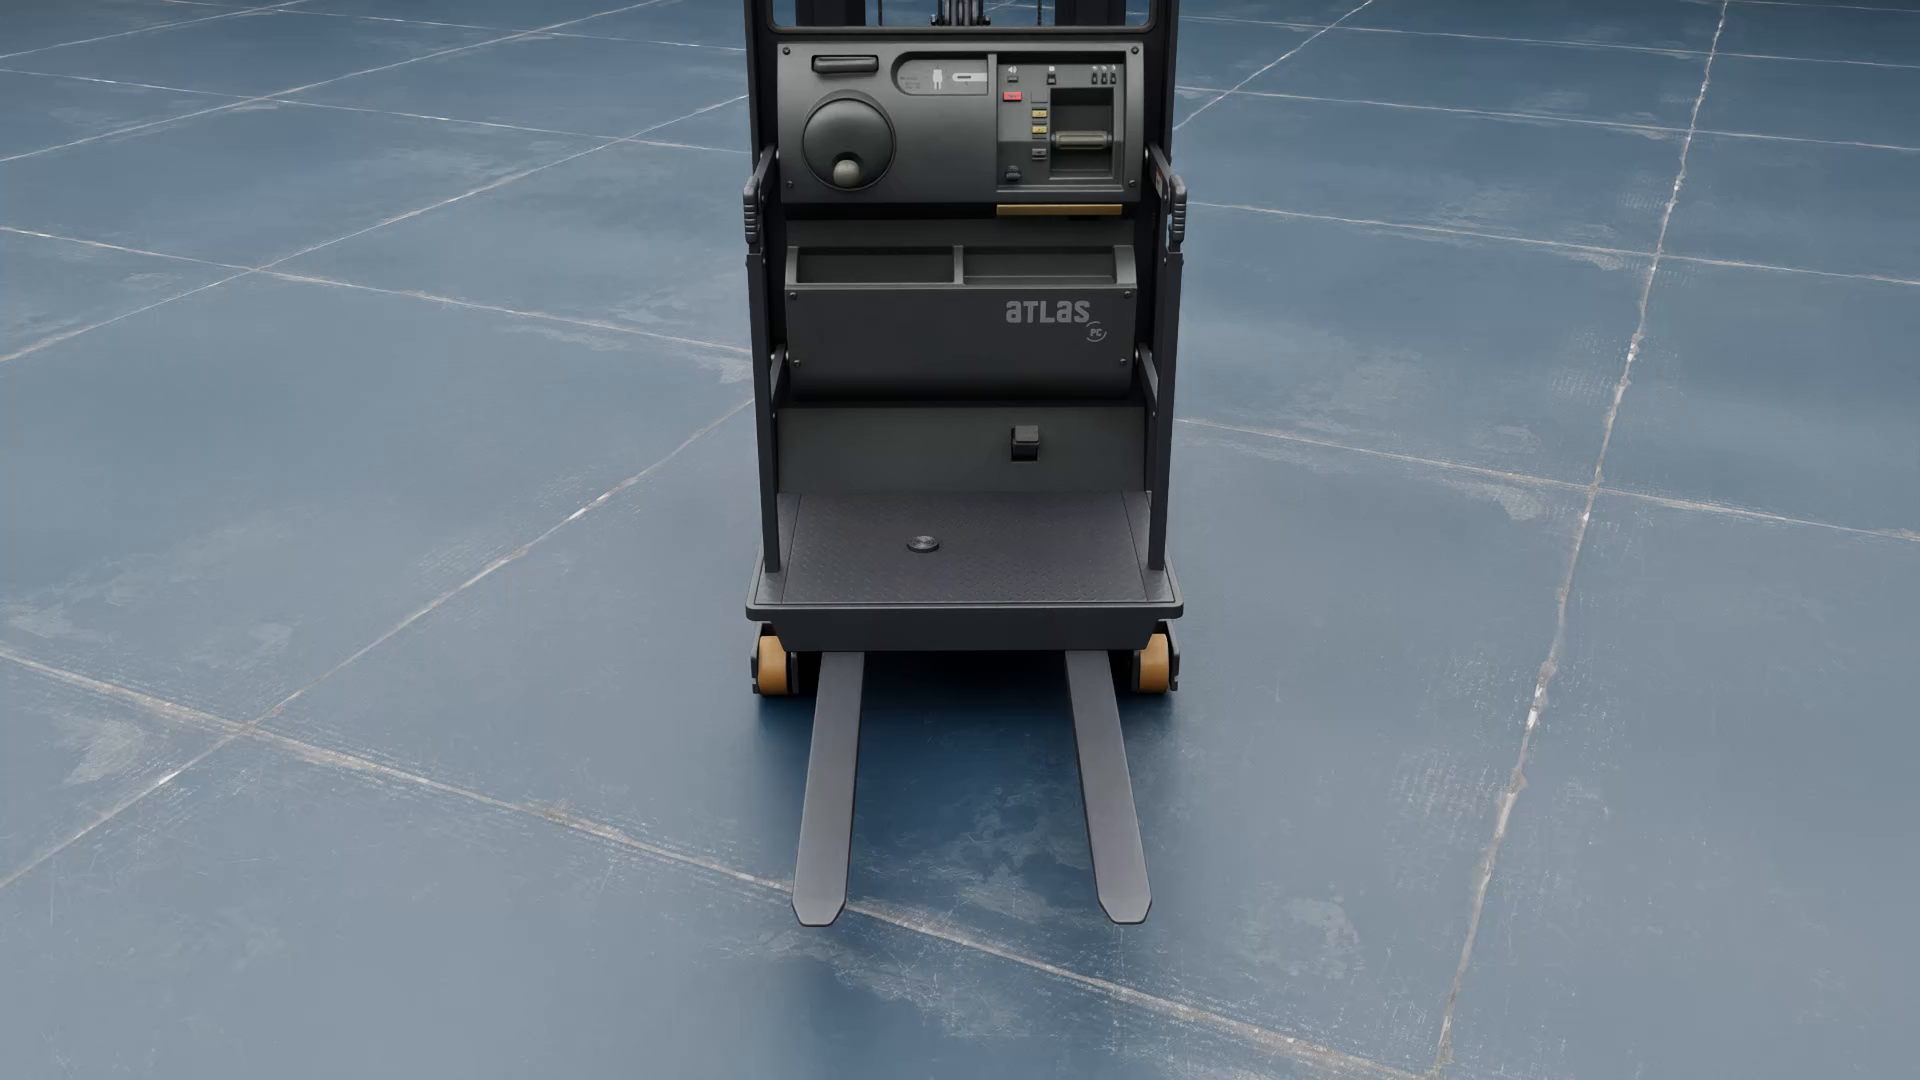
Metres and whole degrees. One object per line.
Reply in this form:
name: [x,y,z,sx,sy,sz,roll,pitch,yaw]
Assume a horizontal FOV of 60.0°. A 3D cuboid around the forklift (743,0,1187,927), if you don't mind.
forklift: [0.007,-1.039,4.041,1.130,2.935,3.031,0,26,-1]
